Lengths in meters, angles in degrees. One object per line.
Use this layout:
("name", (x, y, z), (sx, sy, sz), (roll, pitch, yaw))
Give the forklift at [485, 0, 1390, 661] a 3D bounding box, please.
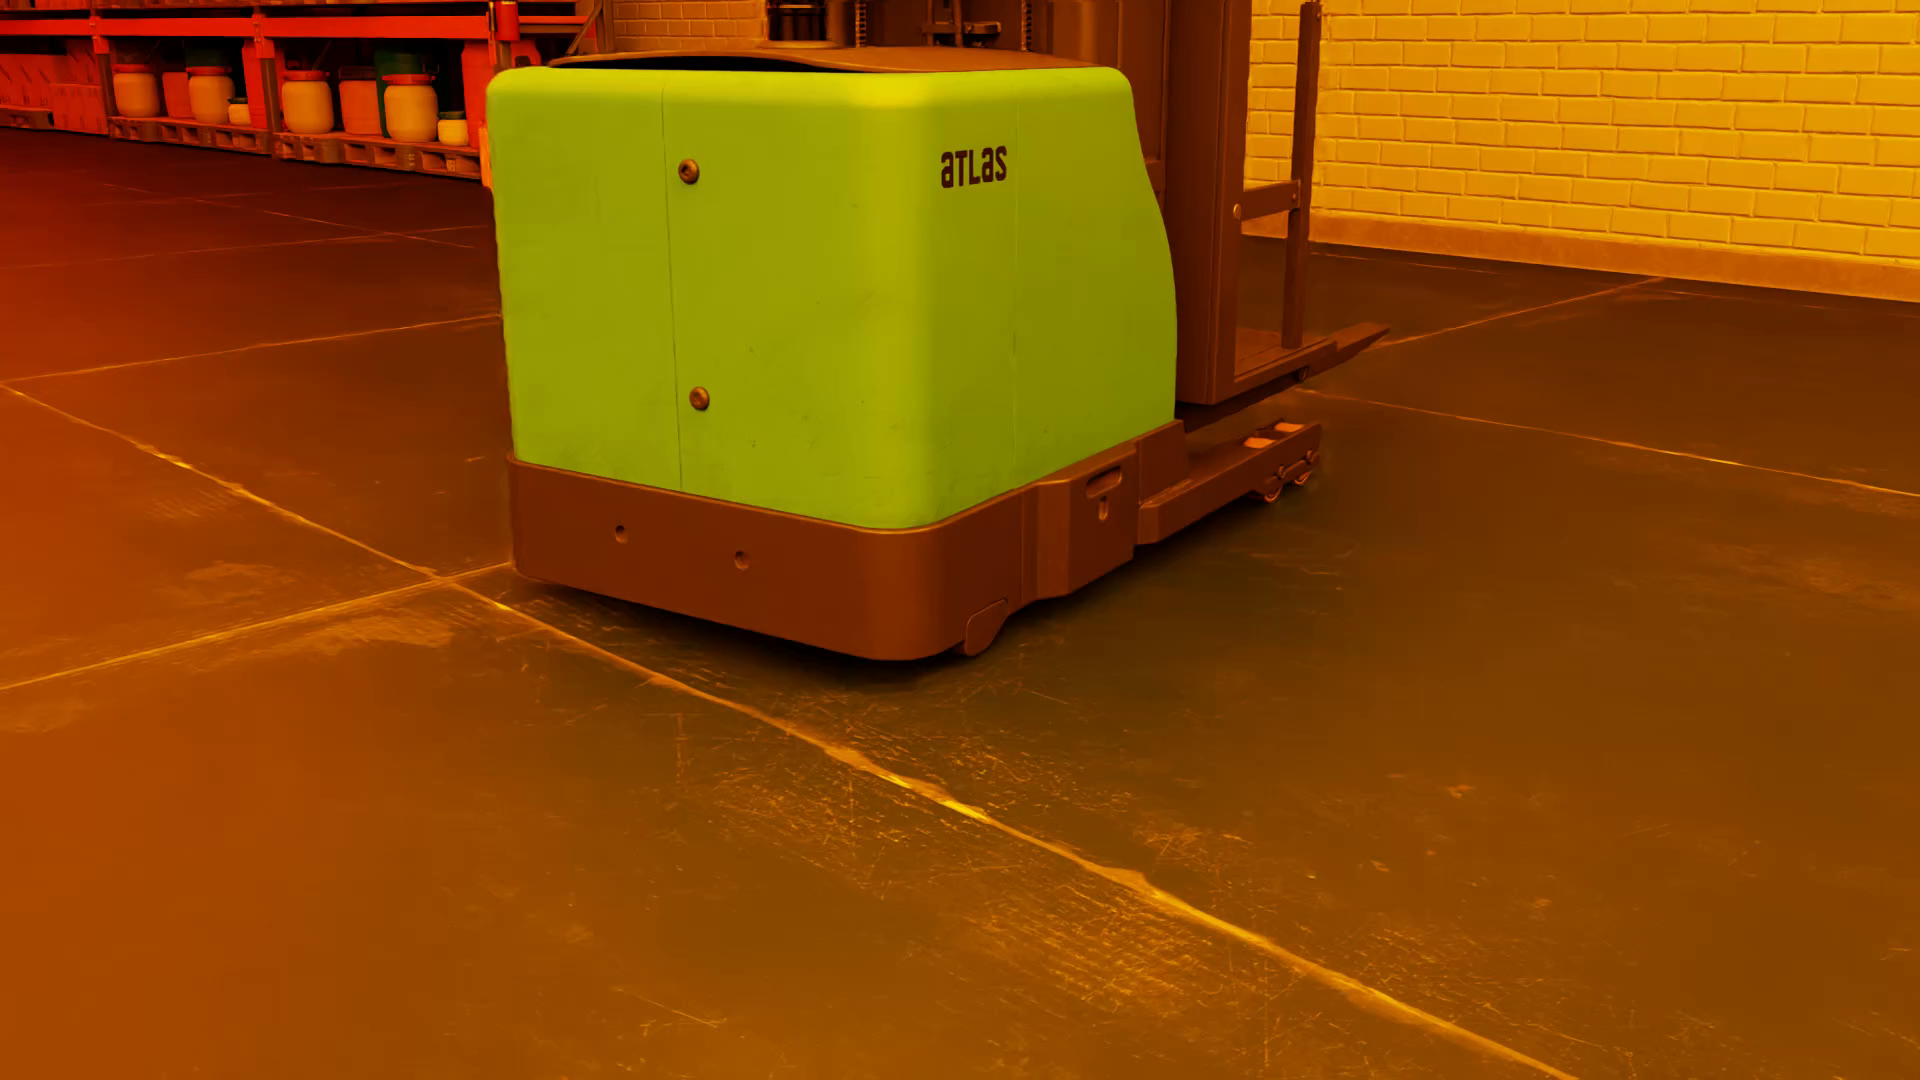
("forklift", (0.293, -1.563, 3.988), (1.130, 2.935, 3.031), (11, 20, 31))
